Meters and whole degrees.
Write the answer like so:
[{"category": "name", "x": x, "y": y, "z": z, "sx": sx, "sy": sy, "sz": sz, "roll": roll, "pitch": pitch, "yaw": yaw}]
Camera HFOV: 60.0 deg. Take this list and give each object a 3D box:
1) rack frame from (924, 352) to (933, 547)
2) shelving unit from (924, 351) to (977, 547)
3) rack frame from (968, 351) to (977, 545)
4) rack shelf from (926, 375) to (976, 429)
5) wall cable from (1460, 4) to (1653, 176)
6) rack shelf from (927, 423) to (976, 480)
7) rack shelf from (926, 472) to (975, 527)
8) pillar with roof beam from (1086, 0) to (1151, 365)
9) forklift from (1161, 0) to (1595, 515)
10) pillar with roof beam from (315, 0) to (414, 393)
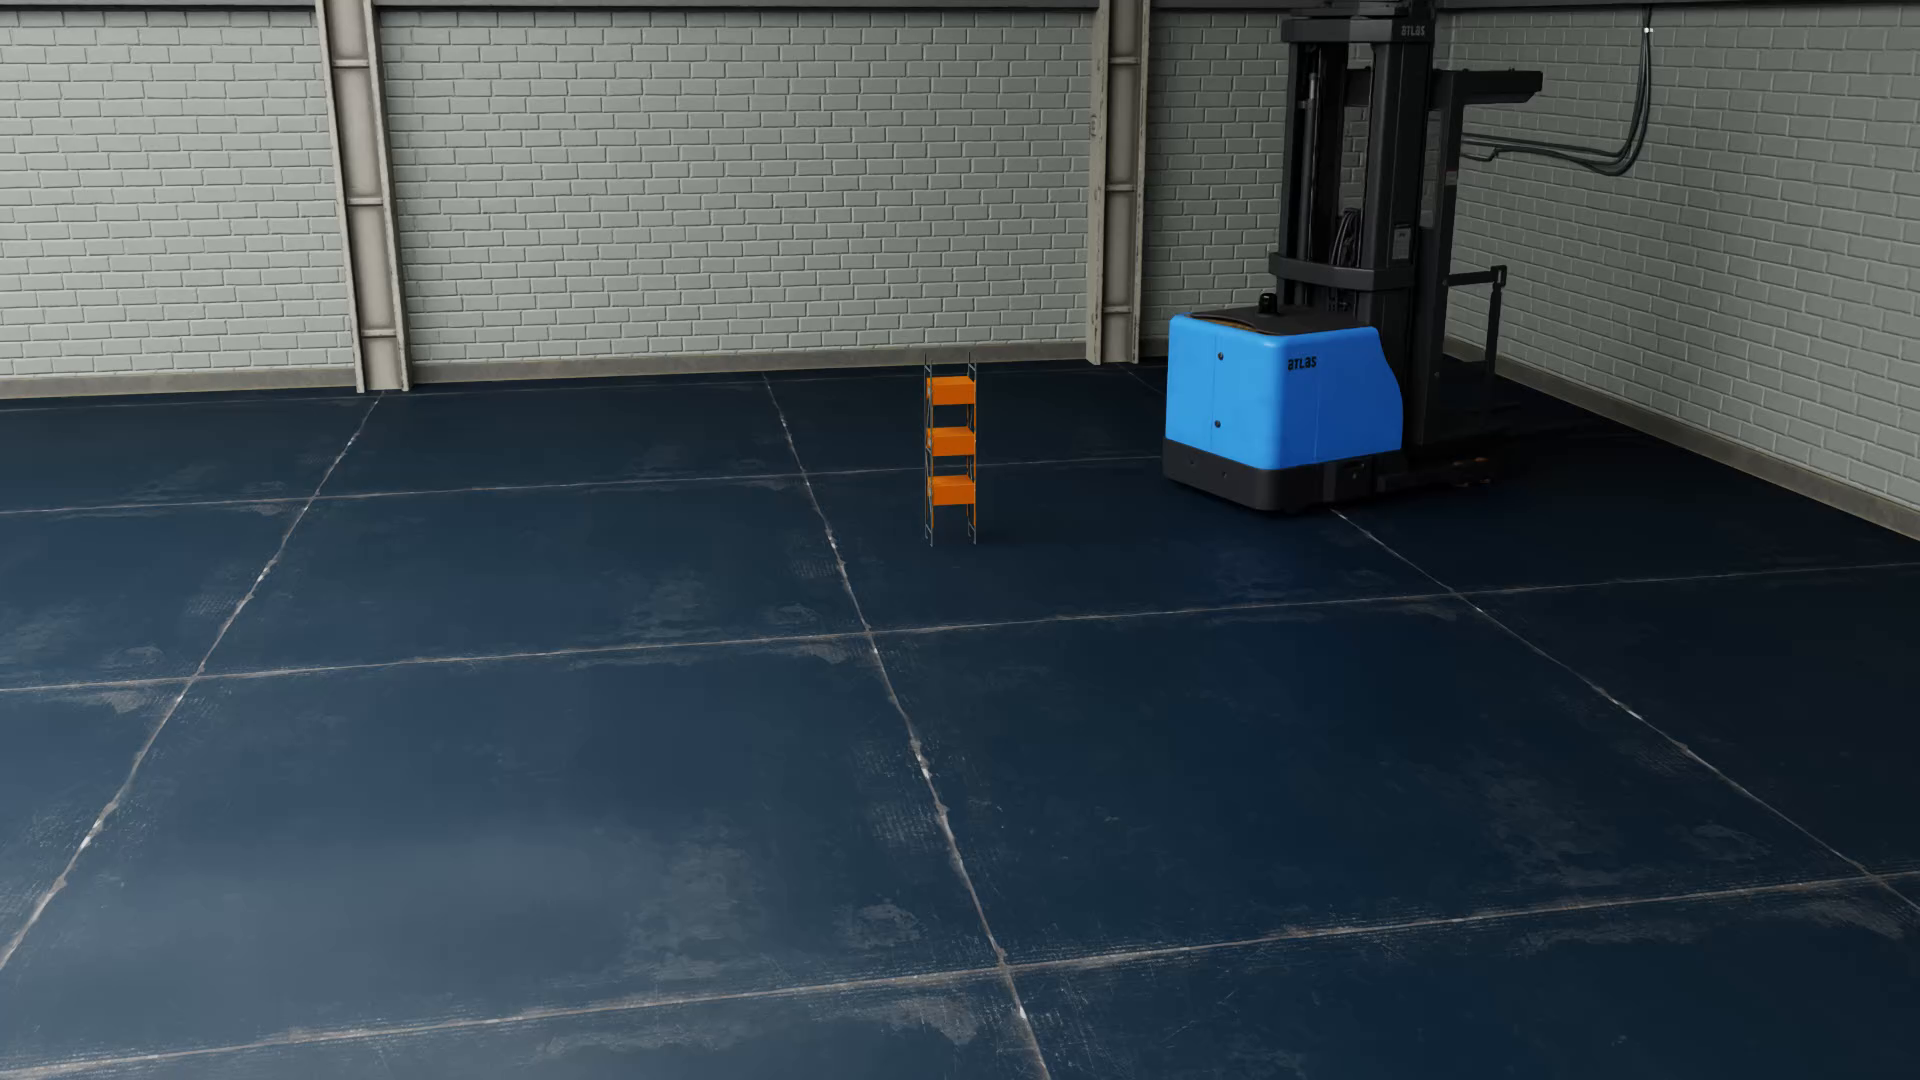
[{"category": "rack frame", "x": -0.172, "y": -0.492, "z": 9.126, "sx": 0.008, "sy": 1.050, "sz": 0.200, "roll": -3, "pitch": 17, "yaw": -10}, {"category": "shelving unit", "x": -0.053, "y": -0.499, "z": 9.148, "sx": 0.252, "sy": 1.050, "sz": 0.215, "roll": -3, "pitch": 17, "yaw": -10}, {"category": "rack frame", "x": 0.067, "y": -0.506, "z": 9.170, "sx": 0.008, "sy": 1.050, "sz": 0.200, "roll": -3, "pitch": 17, "yaw": -10}, {"category": "rack shelf", "x": -0.053, "y": -0.760, "z": 9.068, "sx": 0.240, "sy": 0.259, "sz": 0.215, "roll": -3, "pitch": 17, "yaw": -10}, {"category": "wall cable", "x": 4.455, "y": -4.149, "z": 12.783, "sx": 0.112, "sy": 2.526, "sz": 3.097, "roll": -3, "pitch": 17, "yaw": -10}, {"category": "rack shelf", "x": -0.053, "y": -0.489, "z": 9.151, "sx": 0.240, "sy": 0.259, "sz": 0.215, "roll": -3, "pitch": 17, "yaw": -10}, {"category": "rack shelf", "x": -0.053, "y": -0.223, "z": 9.233, "sx": 0.240, "sy": 0.259, "sz": 0.215, "roll": -3, "pitch": 17, "yaw": -10}, {"category": "pillar with roof beam", "x": 2.128, "y": -4.610, "z": 8.994, "sx": 0.400, "sy": 9.000, "sz": 9.100, "roll": -3, "pitch": 17, "yaw": -10}, {"category": "forklift", "x": 2.793, "y": -1.848, "z": 10.336, "sx": 3.031, "sy": 2.935, "sz": 1.130, "roll": -10, "pitch": 20, "yaw": -29}, {"category": "pillar with roof beam", "x": -3.763, "y": -4.276, "z": 7.906, "sx": 0.400, "sy": 9.000, "sz": 9.100, "roll": -3, "pitch": 17, "yaw": -10}]
